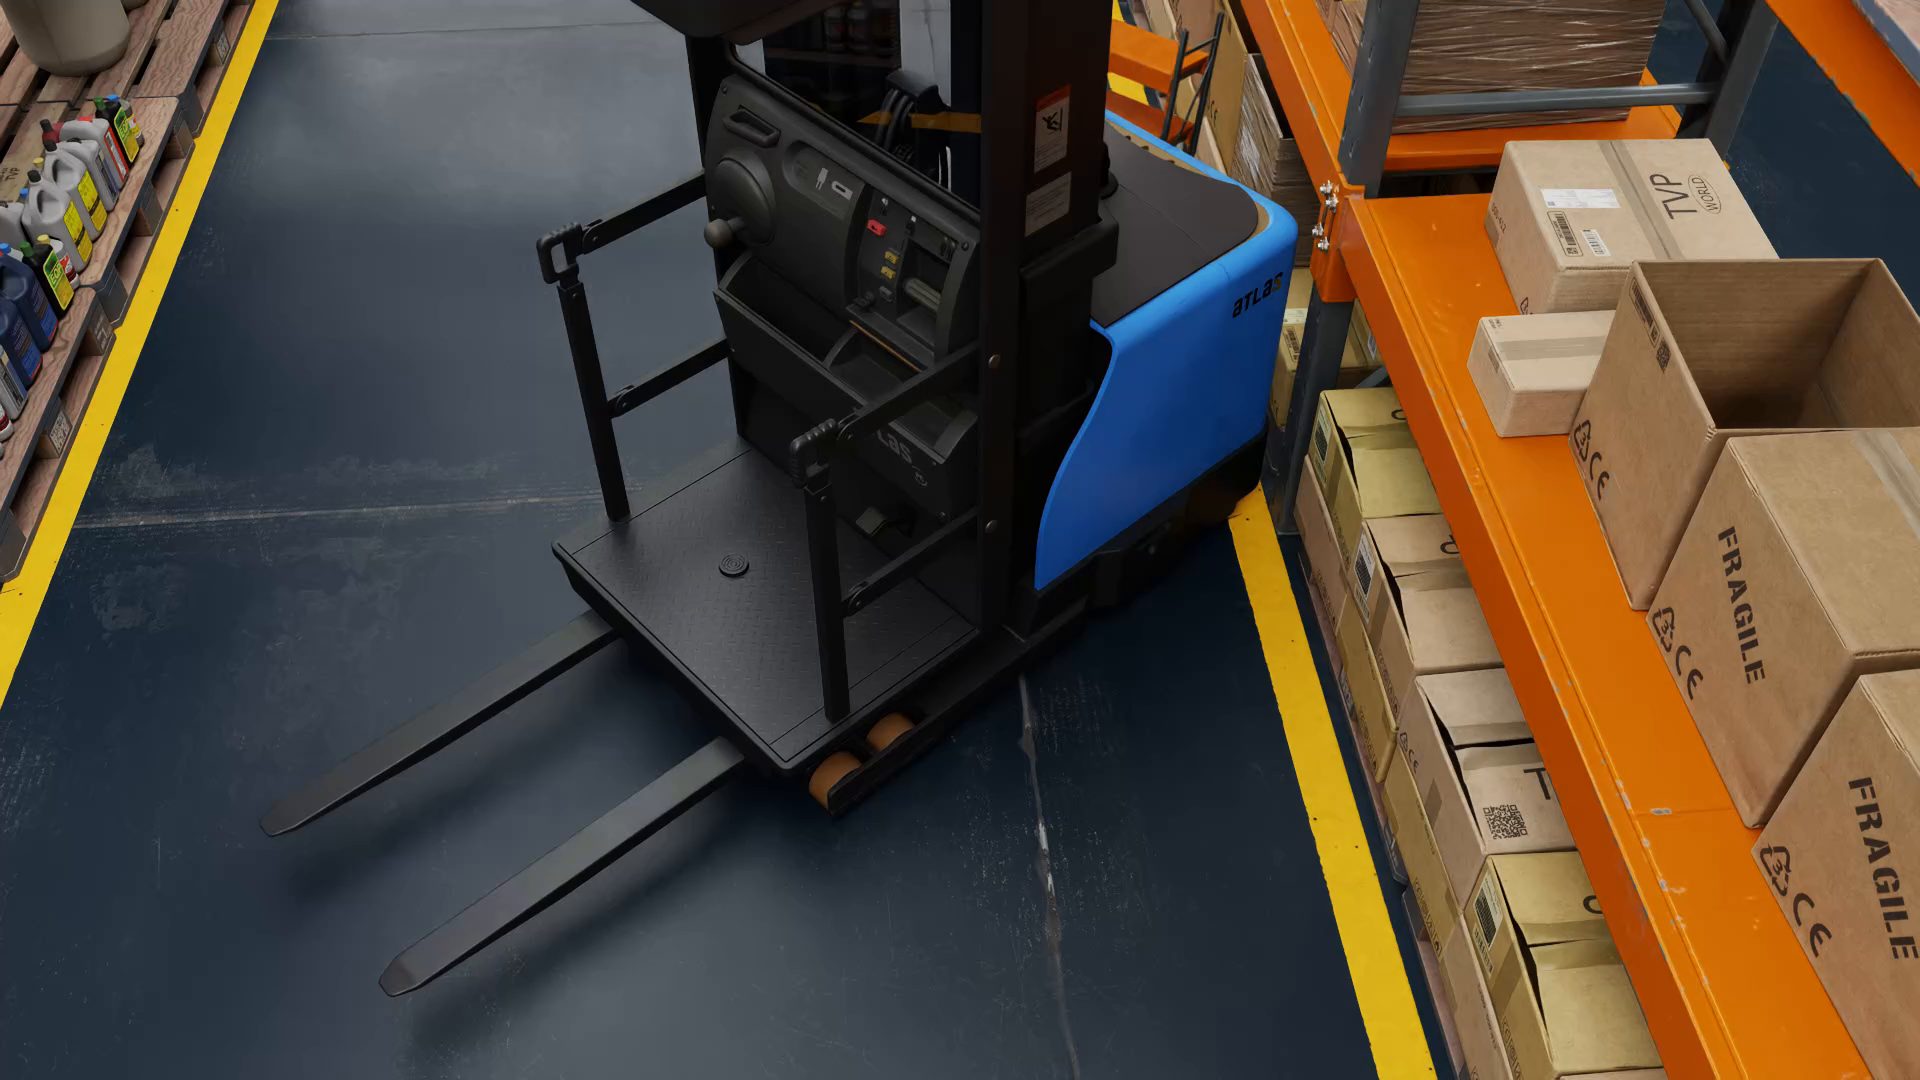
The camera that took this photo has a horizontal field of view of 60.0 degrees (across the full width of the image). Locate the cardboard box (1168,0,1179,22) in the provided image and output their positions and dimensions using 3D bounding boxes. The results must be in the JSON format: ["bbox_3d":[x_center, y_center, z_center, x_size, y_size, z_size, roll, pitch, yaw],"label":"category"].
[{"bbox_3d":[1.082,-2.341,6.489,0.500,0.500,0.500,-3,47,-3],"label":"cardboard box"}]

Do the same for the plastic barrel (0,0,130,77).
[{"bbox_3d":[-3.603,-2.165,6.658,0.421,0.512,0.421,0,47,0],"label":"plastic barrel"}]

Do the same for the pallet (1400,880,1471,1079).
[{"bbox_3d":[1.701,1.260,3.911,1.003,0.211,1.213,-3,47,-3],"label":"pallet"}]

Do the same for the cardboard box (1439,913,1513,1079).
[{"bbox_3d":[1.411,1.106,3.741,0.500,0.250,0.500,-3,47,-3],"label":"cardboard box"}]

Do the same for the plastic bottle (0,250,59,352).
[{"bbox_3d":[-3.111,-0.802,5.465,0.144,0.351,0.185,-5,47,-5],"label":"plastic bottle"}]

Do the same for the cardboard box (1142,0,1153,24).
[{"bbox_3d":[1.029,-2.444,7.103,0.500,0.250,0.500,-3,47,-3],"label":"cardboard box"}]

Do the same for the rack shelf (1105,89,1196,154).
[{"bbox_3d":[0.507,-1.353,5.471,0.480,0.148,0.258,29,43,25],"label":"rack shelf"}]

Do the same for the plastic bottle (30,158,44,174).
[{"bbox_3d":[-3.303,-1.291,6.031,0.097,0.201,0.097,0,47,0],"label":"plastic bottle"}]

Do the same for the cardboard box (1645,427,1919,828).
[{"bbox_3d":[1.629,0.152,2.972,0.500,0.500,0.500,-3,47,-3],"label":"cardboard box"}]

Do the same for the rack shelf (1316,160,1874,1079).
[{"bbox_3d":[1.663,0.580,3.130,1.077,0.370,4.000,-3,47,-3],"label":"rack shelf"}]

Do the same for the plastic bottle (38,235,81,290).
[{"bbox_3d":[-3.111,-0.957,5.715,0.097,0.201,0.097,0,47,0],"label":"plastic bottle"}]

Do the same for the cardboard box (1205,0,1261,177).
[{"bbox_3d":[1.163,-1.617,5.804,0.500,0.500,0.500,-3,47,-3],"label":"cardboard box"}]

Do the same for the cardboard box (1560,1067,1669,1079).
[{"bbox_3d":[1.451,1.283,3.187,0.500,0.311,0.500,-4,47,-4],"label":"cardboard box"}]

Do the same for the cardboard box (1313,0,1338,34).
[{"bbox_3d":[1.401,-1.850,4.868,0.700,0.500,0.500,-4,47,-4],"label":"cardboard box"}]

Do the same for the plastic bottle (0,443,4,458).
[{"bbox_3d":[-3.040,-0.336,5.126,0.097,0.201,0.097,0,47,0],"label":"plastic bottle"}]

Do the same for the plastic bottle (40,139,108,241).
[{"bbox_3d":[-3.162,-1.244,5.884,0.144,0.351,0.185,-2,47,-2],"label":"plastic bottle"}]

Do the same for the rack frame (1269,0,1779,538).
[{"bbox_3d":[1.495,-1.114,4.239,1.000,3.000,0.127,-3,47,-3],"label":"rack frame"}]

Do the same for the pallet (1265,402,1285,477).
[{"bbox_3d":[1.470,-0.733,5.799,1.003,0.211,1.213,-3,47,-3],"label":"pallet"}]

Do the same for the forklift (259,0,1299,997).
[{"bbox_3d":[-0.459,-0.700,3.894,3.031,2.935,1.130,-34,55,-28],"label":"forklift"}]

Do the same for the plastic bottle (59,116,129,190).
[{"bbox_3d":[-3.192,-1.438,6.119,0.152,0.276,0.135,-3,47,-3],"label":"plastic bottle"}]

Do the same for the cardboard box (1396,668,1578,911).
[{"bbox_3d":[1.363,0.545,3.886,0.500,0.311,0.500,-5,47,-5],"label":"cardboard box"}]

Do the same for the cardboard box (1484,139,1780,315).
[{"bbox_3d":[1.580,-0.709,3.959,0.500,0.250,0.500,-1,47,-1],"label":"cardboard box"}]

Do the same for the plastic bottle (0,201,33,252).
[{"bbox_3d":[-3.292,-1.057,5.758,0.152,0.276,0.135,-3,47,-3],"label":"plastic bottle"}]

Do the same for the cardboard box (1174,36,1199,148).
[{"bbox_3d":[1.107,-1.720,6.418,0.500,0.250,0.500,-3,47,-3],"label":"cardboard box"}]

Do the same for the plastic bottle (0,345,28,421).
[{"bbox_3d":[-3.085,-0.520,5.249,0.152,0.276,0.135,-2,47,-2],"label":"plastic bottle"}]

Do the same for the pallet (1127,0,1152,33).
[{"bbox_3d":[1.266,-2.499,7.471,1.003,0.211,1.213,-3,47,-3],"label":"pallet"}]

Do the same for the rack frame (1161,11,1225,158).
[{"bbox_3d":[0.684,-1.123,5.467,0.015,1.200,0.240,29,43,25],"label":"rack frame"}]

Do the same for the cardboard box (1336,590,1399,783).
[{"bbox_3d":[1.323,0.364,4.444,0.500,0.250,0.500,-2,47,-2],"label":"cardboard box"}]

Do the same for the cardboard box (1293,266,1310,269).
[{"bbox_3d":[1.206,-0.998,5.734,0.500,0.250,0.500,-3,47,-3],"label":"cardboard box"}]

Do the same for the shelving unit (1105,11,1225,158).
[{"bbox_3d":[0.490,-1.231,5.568,0.503,1.200,0.258,29,43,25],"label":"shelving unit"}]

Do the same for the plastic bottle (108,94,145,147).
[{"bbox_3d":[-3.185,-1.597,6.321,0.097,0.201,0.097,0,47,0],"label":"plastic bottle"}]

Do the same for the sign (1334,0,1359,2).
[{"bbox_3d":[0.942,-1.404,3.863,0.100,0.325,0.005,-3,47,-3],"label":"sign"}]

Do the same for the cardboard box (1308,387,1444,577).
[{"bbox_3d":[1.281,-0.192,4.584,0.500,0.311,0.500,-3,47,-3],"label":"cardboard box"}]

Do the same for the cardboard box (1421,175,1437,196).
[{"bbox_3d":[1.719,-1.287,5.491,0.500,0.500,0.500,-3,47,-3],"label":"cardboard box"}]

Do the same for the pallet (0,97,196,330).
[{"bbox_3d":[-3.561,-1.230,6.270,1.003,0.211,1.213,-3,47,-3],"label":"pallet"}]
